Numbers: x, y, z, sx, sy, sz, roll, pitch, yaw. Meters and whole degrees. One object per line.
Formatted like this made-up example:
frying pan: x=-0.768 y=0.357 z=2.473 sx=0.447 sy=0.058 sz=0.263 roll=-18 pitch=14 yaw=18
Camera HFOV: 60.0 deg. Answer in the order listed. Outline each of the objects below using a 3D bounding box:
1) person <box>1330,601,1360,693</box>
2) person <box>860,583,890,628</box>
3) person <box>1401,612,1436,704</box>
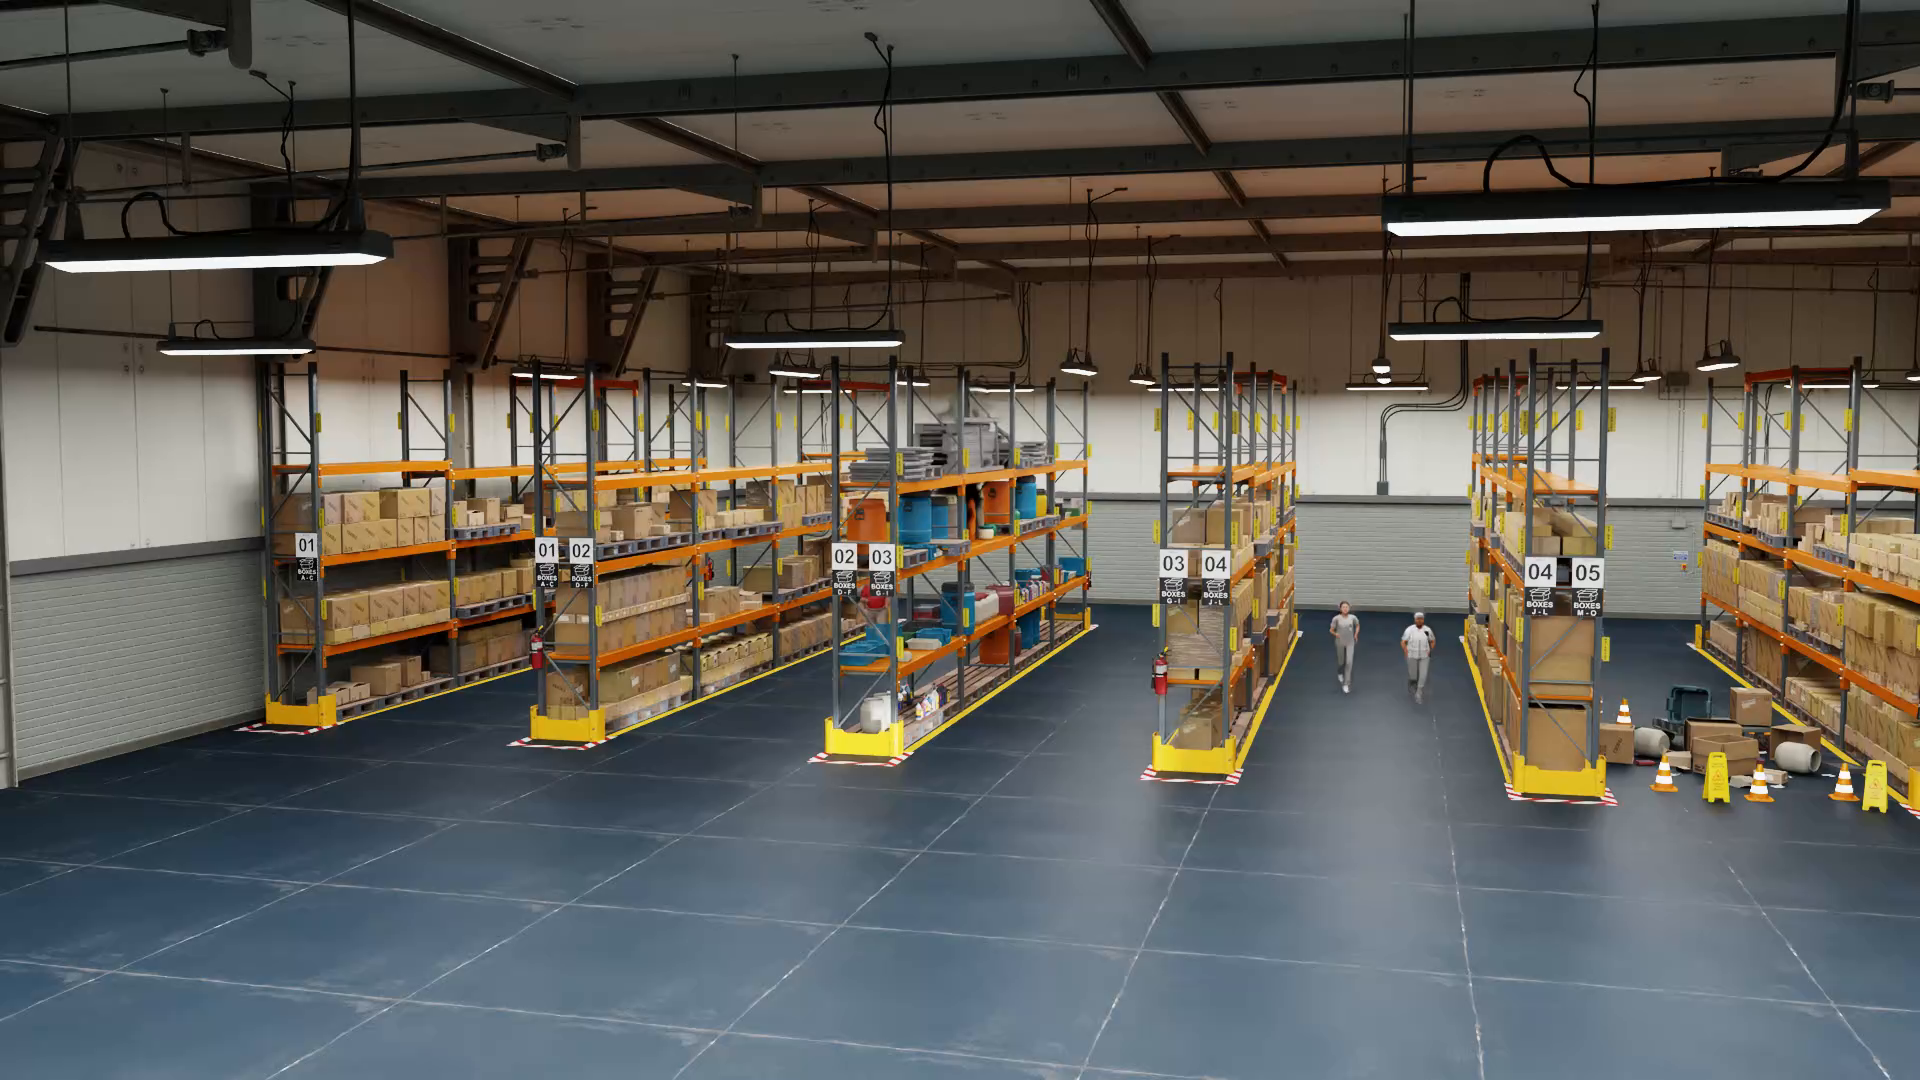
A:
person: x=7.231 y=1.988 z=31.250 sx=0.568 sy=1.652 sz=0.922 roll=1 pitch=4 yaw=9
person: x=-1.690 y=1.565 z=33.244 sx=0.603 sy=1.732 sz=0.830 roll=0 pitch=4 yaw=6
person: x=8.225 y=2.103 z=29.827 sx=0.609 sy=1.628 sz=0.584 roll=1 pitch=4 yaw=9
